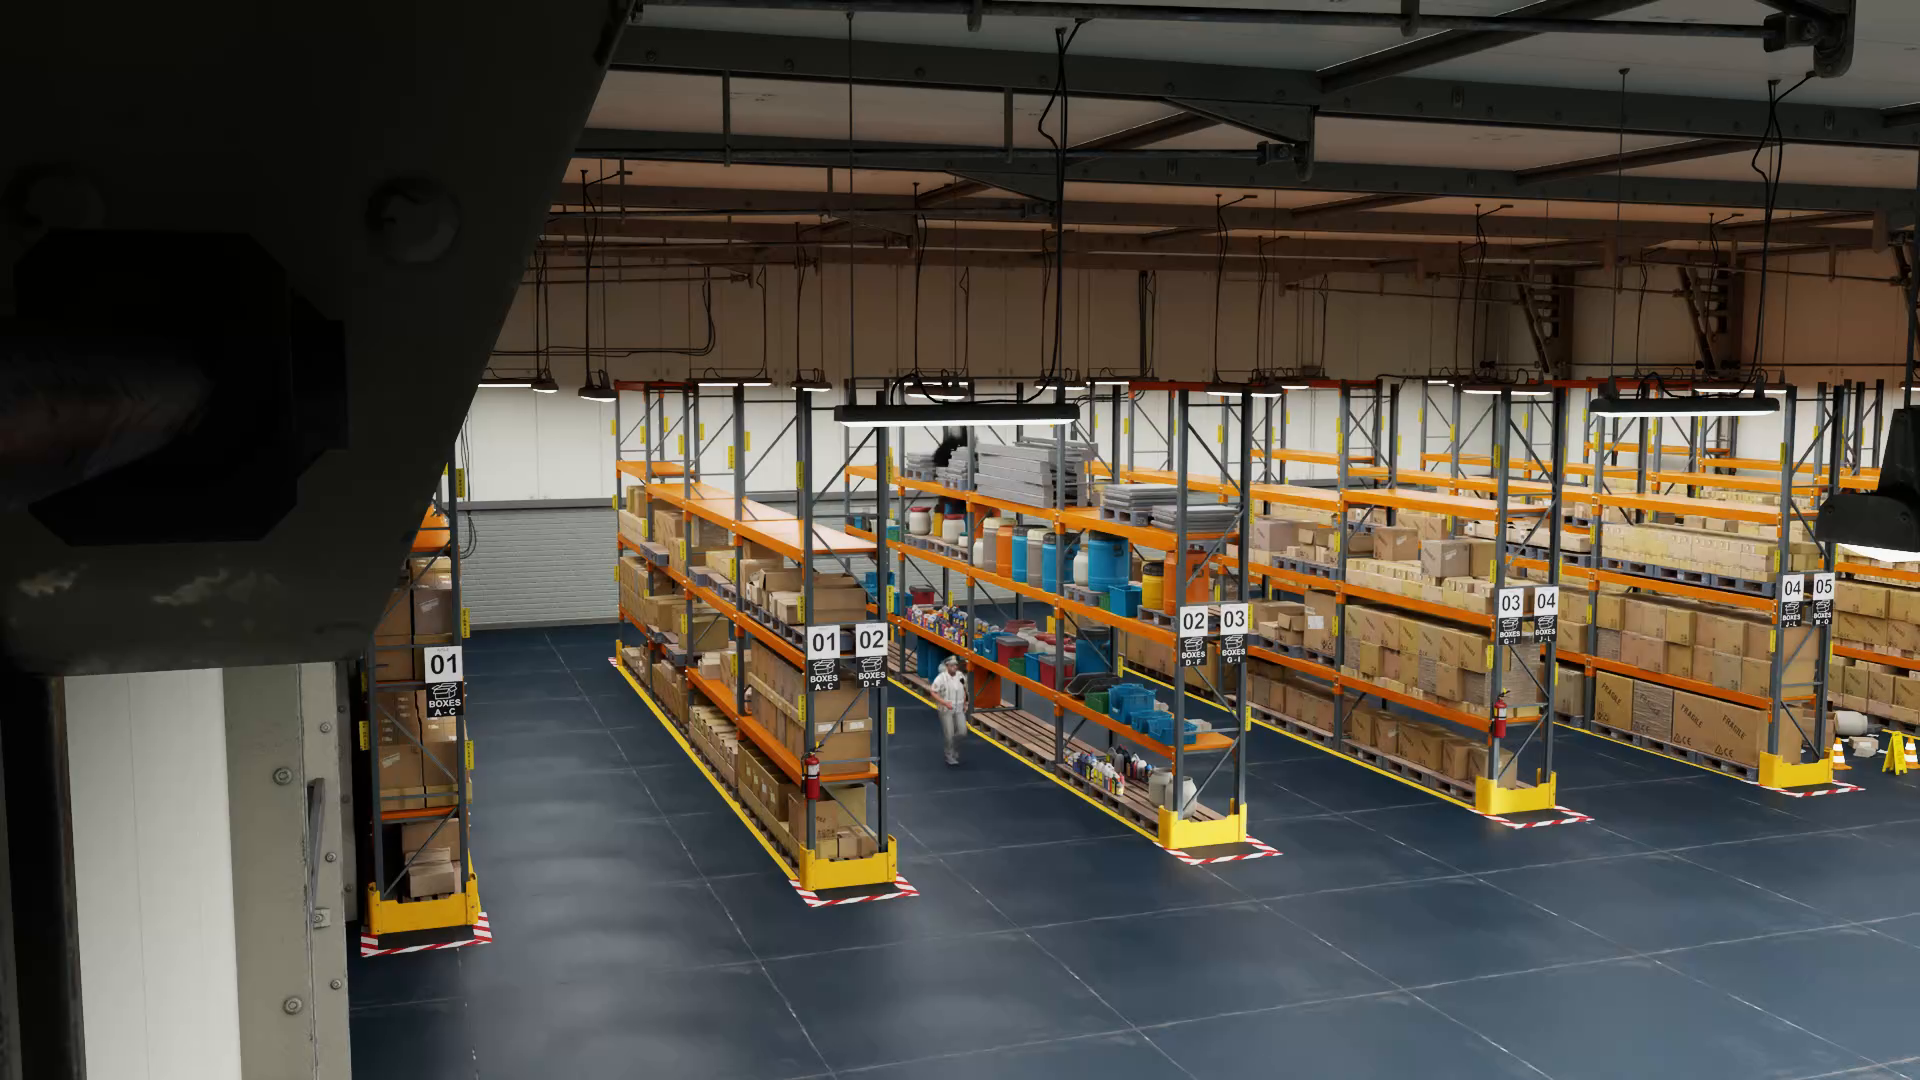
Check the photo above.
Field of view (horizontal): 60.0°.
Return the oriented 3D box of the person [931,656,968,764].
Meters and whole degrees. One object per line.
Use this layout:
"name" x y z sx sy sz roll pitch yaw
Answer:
"person" -0.127 2.687 26.312 0.664 1.738 0.554 -3 7 -26
